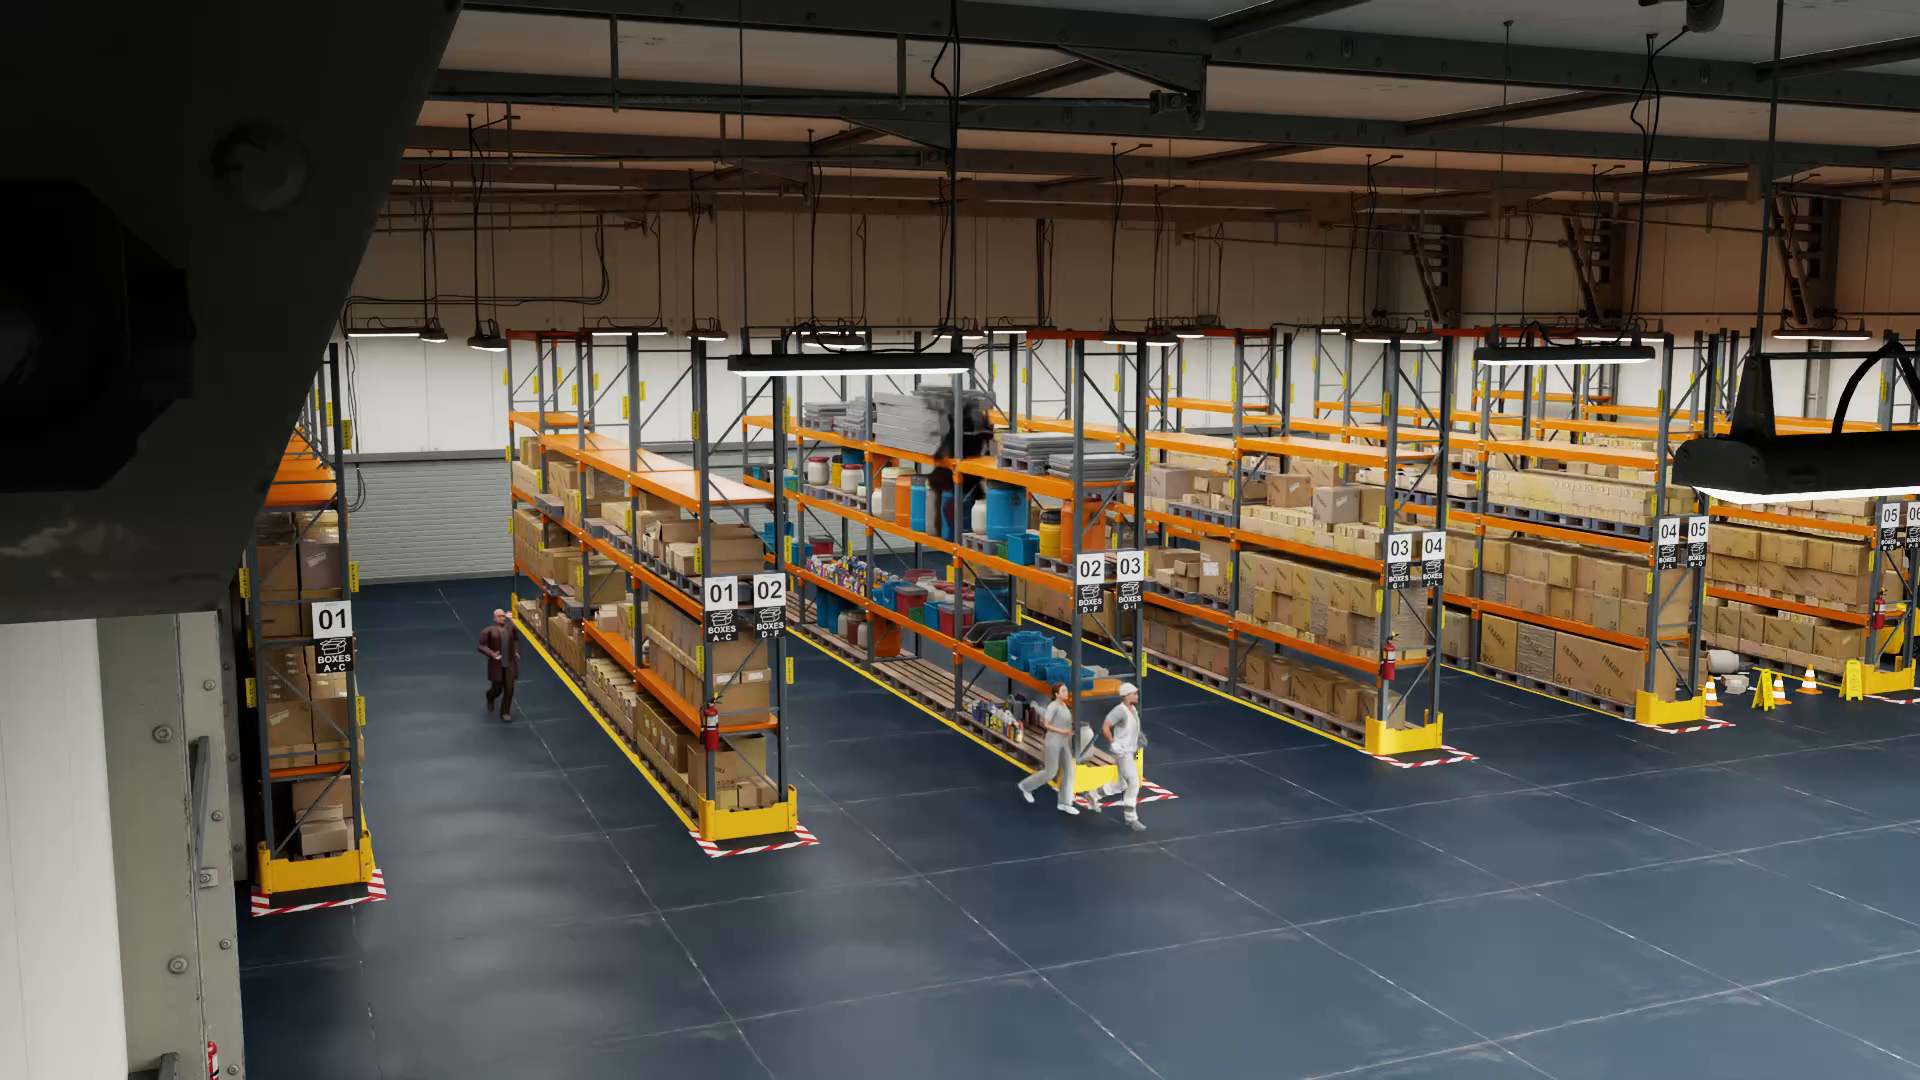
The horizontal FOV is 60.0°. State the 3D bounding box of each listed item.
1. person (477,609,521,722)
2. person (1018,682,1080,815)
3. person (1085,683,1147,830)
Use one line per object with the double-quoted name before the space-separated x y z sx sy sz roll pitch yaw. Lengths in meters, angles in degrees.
"person" -7.190 1.937 26.012 0.709 1.737 0.757 -6 10 -36
"person" 1.220 2.632 21.296 0.802 1.670 0.579 5 9 32
"person" 2.010 2.659 20.790 0.867 1.762 0.704 4 9 25
